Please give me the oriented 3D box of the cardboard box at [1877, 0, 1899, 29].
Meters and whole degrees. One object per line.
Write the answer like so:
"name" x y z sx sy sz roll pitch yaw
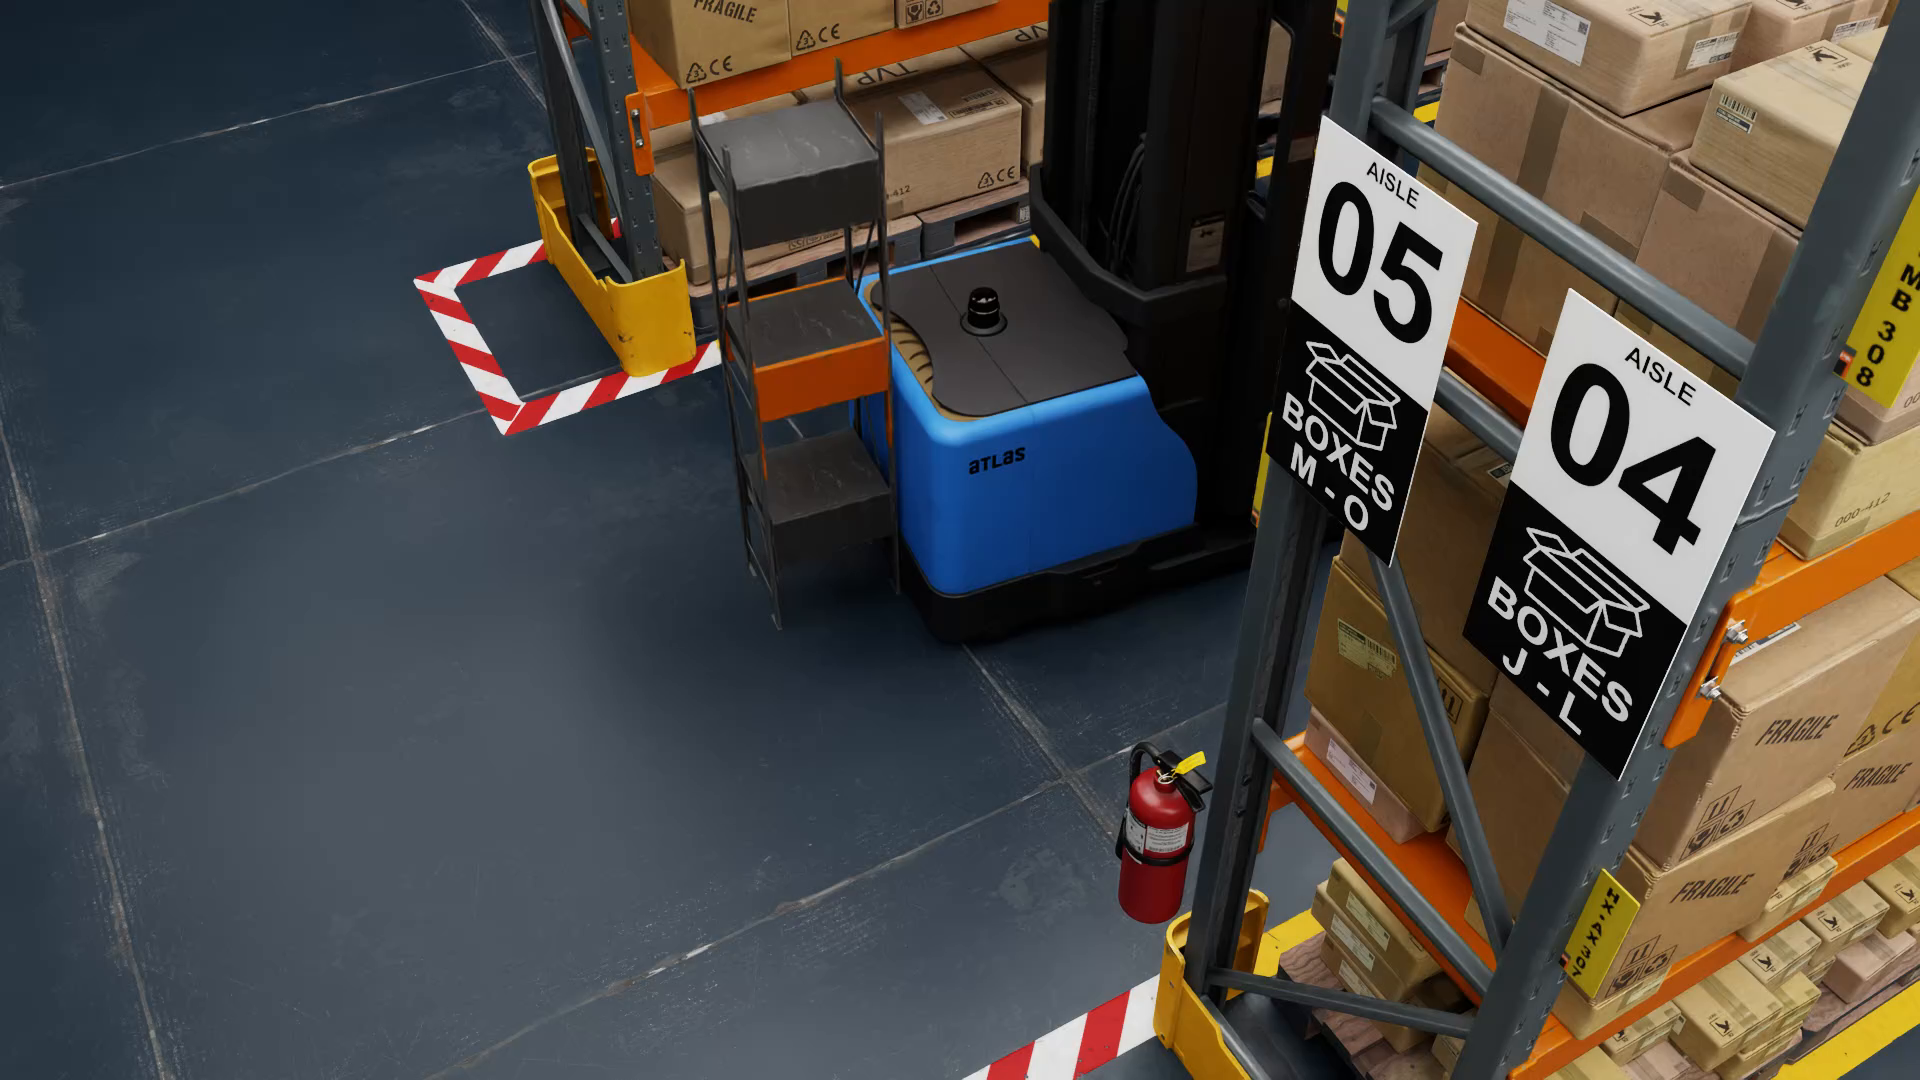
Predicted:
"cardboard box" 1.579 -1.014 2.949 0.250 0.149 0.380 -23 49 -22

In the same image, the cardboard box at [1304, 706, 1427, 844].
"cardboard box" 1.094 0.547 4.213 0.250 0.149 0.380 -22 48 -21

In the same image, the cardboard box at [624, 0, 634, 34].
"cardboard box" -1.315 -2.577 7.180 0.500 0.500 0.500 -22 48 -21

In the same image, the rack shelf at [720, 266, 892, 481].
"rack shelf" -0.543 -0.588 5.867 0.480 0.518 0.431 -16 47 -16

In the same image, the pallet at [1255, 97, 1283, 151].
"pallet" 1.168 -2.384 9.055 1.213 0.211 1.003 -22 48 -21

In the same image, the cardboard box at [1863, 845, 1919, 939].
"cardboard box" 2.707 0.954 4.932 0.250 0.149 0.380 -21 48 -20

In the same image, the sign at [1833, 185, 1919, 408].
"sign" 1.223 -0.322 2.147 0.005 0.325 0.100 -22 48 -21

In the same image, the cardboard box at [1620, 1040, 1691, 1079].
"cardboard box" 1.800 1.418 4.667 0.250 0.149 0.380 -22 48 -21

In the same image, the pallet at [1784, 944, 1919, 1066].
"pallet" 2.797 1.034 5.533 1.213 0.211 1.003 -22 48 -21

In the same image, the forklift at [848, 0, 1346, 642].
"forklift" 1.112 -1.342 6.028 3.031 2.935 1.130 -16 47 -16

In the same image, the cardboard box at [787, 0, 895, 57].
"cardboard box" -0.618 -2.435 7.034 0.500 0.500 0.500 -22 48 -21

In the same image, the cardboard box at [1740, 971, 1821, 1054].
"cardboard box" 2.244 1.256 4.834 0.250 0.149 0.380 -20 48 -20

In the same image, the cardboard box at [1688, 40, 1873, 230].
"cardboard box" 1.346 -0.580 2.502 0.250 0.149 0.380 -22 48 -21

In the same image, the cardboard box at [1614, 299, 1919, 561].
"cardboard box" 1.469 -0.284 2.842 0.500 0.250 0.500 -20 48 -20

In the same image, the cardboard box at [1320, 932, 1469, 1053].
"cardboard box" 1.305 1.304 4.998 0.250 0.149 0.380 -21 48 -20

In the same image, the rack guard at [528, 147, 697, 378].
"rack guard" -1.622 -1.309 7.739 0.348 0.500 1.175 -22 48 -21

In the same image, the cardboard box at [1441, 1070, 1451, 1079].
"cardboard box" 1.566 1.624 4.668 0.250 0.149 0.380 -21 48 -20

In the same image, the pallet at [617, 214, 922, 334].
"pallet" -0.947 -1.538 8.183 1.213 0.211 1.003 -22 48 -21

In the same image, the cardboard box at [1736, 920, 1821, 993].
"cardboard box" 2.211 1.108 4.773 0.250 0.149 0.380 -24 49 -23

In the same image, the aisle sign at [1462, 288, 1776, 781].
"aisle sign" 1.038 0.014 2.715 0.004 0.787 0.394 -22 48 -21

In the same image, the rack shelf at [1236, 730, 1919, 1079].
"rack shelf" 2.686 0.304 4.799 4.000 0.370 1.077 -22 48 -21

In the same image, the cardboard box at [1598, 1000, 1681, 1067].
"cardboard box" 1.755 1.254 4.622 0.250 0.149 0.380 -21 48 -20

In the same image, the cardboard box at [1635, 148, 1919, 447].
"cardboard box" 1.471 -0.461 2.666 0.500 0.250 0.500 -21 48 -20

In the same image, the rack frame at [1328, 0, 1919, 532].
"rack frame" 0.952 -1.413 1.744 0.127 3.000 1.000 -22 48 -21

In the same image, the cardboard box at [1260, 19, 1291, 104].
"cardboard box" 1.269 -2.680 8.896 0.875 0.438 0.875 -22 48 -21

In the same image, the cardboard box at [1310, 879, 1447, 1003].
"cardboard box" 1.268 1.150 4.943 0.250 0.149 0.380 -23 49 -22

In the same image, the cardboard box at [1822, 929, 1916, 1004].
"cardboard box" 2.673 1.191 5.114 0.250 0.149 0.380 -24 49 -23

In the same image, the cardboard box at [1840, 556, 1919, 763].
"cardboard box" 1.908 0.064 3.527 0.500 0.500 0.500 -20 48 -20

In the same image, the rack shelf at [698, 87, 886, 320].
"rack shelf" -0.543 -1.090 5.380 0.480 0.518 0.431 -16 47 -16

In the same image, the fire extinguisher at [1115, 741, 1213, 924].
"fire extinguisher" 0.504 0.710 4.187 0.183 0.674 0.296 -22 48 -21

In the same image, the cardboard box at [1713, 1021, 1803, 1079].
"cardboard box" 2.240 1.371 4.929 0.250 0.149 0.380 -21 48 -20

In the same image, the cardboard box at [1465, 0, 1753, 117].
"cardboard box" 1.094 -0.898 2.830 0.250 0.149 0.380 -22 48 -21

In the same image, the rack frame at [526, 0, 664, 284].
"rack frame" -1.602 -2.214 6.877 0.127 3.000 1.000 -22 48 -21

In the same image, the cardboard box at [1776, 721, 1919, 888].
"cardboard box" 1.930 0.408 3.891 0.500 0.500 0.500 -22 48 -21

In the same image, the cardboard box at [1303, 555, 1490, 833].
"cardboard box" 1.213 0.286 4.016 0.500 0.500 0.500 -21 48 -20

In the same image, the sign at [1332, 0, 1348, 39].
"sign" 0.693 -0.996 2.833 0.005 0.325 0.100 -22 48 -21

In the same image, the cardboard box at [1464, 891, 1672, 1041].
"cardboard box" 1.396 0.916 3.833 0.250 0.149 0.380 -22 48 -21

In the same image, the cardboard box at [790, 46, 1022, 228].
"cardboard box" -0.290 -2.057 8.254 0.875 0.438 0.875 -21 48 -20

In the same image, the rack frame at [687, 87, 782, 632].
"rack frame" -0.768 -0.531 5.790 0.015 2.100 0.400 -16 47 -16

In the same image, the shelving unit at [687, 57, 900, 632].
"shelving unit" -0.543 -0.597 5.858 0.503 2.100 0.431 -16 47 -16
